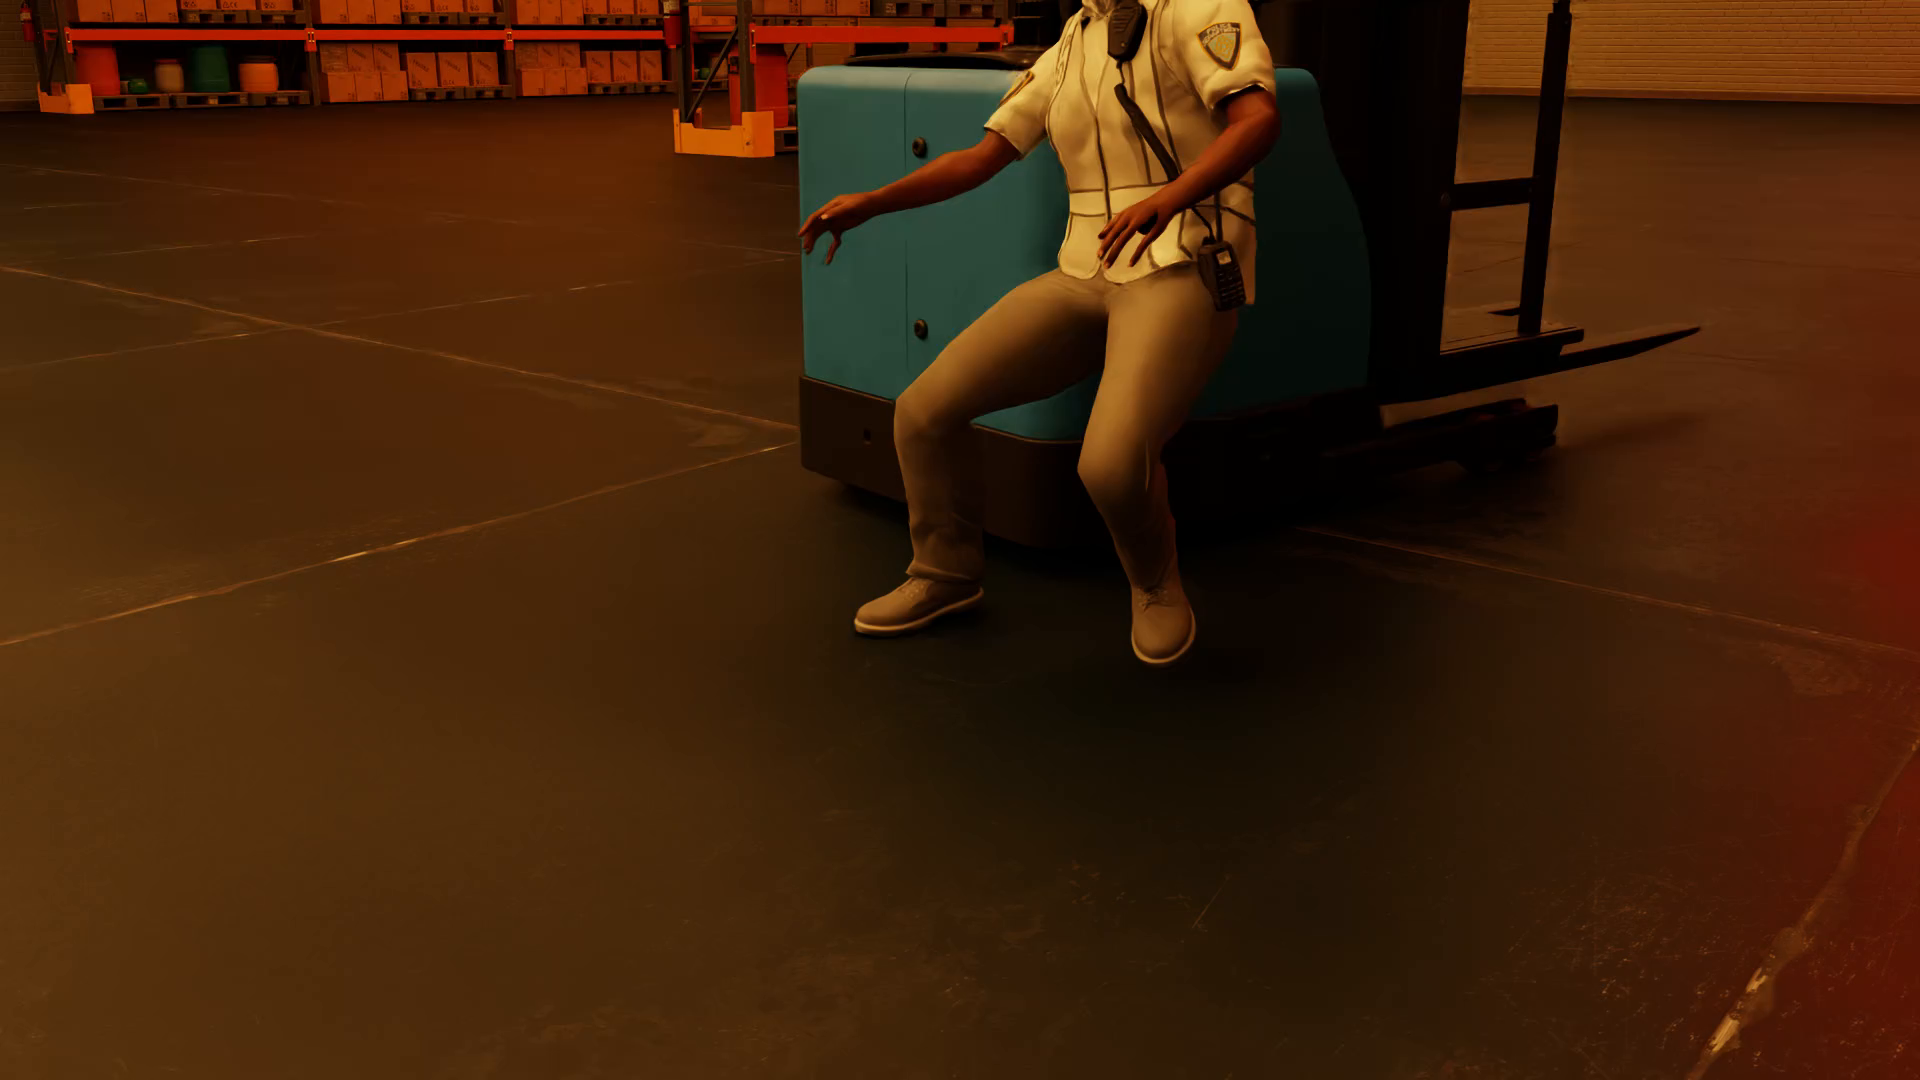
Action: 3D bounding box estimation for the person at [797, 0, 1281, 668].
[{"bbox_3d":[0.155,-0.471,2.957,0.714,1.469,0.789,-13,21,-36],"label":"person"}]

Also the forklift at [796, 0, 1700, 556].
[{"bbox_3d":[1.053,-1.693,4.474,3.031,2.935,1.130,-13,21,-37],"label":"forklift"}]
